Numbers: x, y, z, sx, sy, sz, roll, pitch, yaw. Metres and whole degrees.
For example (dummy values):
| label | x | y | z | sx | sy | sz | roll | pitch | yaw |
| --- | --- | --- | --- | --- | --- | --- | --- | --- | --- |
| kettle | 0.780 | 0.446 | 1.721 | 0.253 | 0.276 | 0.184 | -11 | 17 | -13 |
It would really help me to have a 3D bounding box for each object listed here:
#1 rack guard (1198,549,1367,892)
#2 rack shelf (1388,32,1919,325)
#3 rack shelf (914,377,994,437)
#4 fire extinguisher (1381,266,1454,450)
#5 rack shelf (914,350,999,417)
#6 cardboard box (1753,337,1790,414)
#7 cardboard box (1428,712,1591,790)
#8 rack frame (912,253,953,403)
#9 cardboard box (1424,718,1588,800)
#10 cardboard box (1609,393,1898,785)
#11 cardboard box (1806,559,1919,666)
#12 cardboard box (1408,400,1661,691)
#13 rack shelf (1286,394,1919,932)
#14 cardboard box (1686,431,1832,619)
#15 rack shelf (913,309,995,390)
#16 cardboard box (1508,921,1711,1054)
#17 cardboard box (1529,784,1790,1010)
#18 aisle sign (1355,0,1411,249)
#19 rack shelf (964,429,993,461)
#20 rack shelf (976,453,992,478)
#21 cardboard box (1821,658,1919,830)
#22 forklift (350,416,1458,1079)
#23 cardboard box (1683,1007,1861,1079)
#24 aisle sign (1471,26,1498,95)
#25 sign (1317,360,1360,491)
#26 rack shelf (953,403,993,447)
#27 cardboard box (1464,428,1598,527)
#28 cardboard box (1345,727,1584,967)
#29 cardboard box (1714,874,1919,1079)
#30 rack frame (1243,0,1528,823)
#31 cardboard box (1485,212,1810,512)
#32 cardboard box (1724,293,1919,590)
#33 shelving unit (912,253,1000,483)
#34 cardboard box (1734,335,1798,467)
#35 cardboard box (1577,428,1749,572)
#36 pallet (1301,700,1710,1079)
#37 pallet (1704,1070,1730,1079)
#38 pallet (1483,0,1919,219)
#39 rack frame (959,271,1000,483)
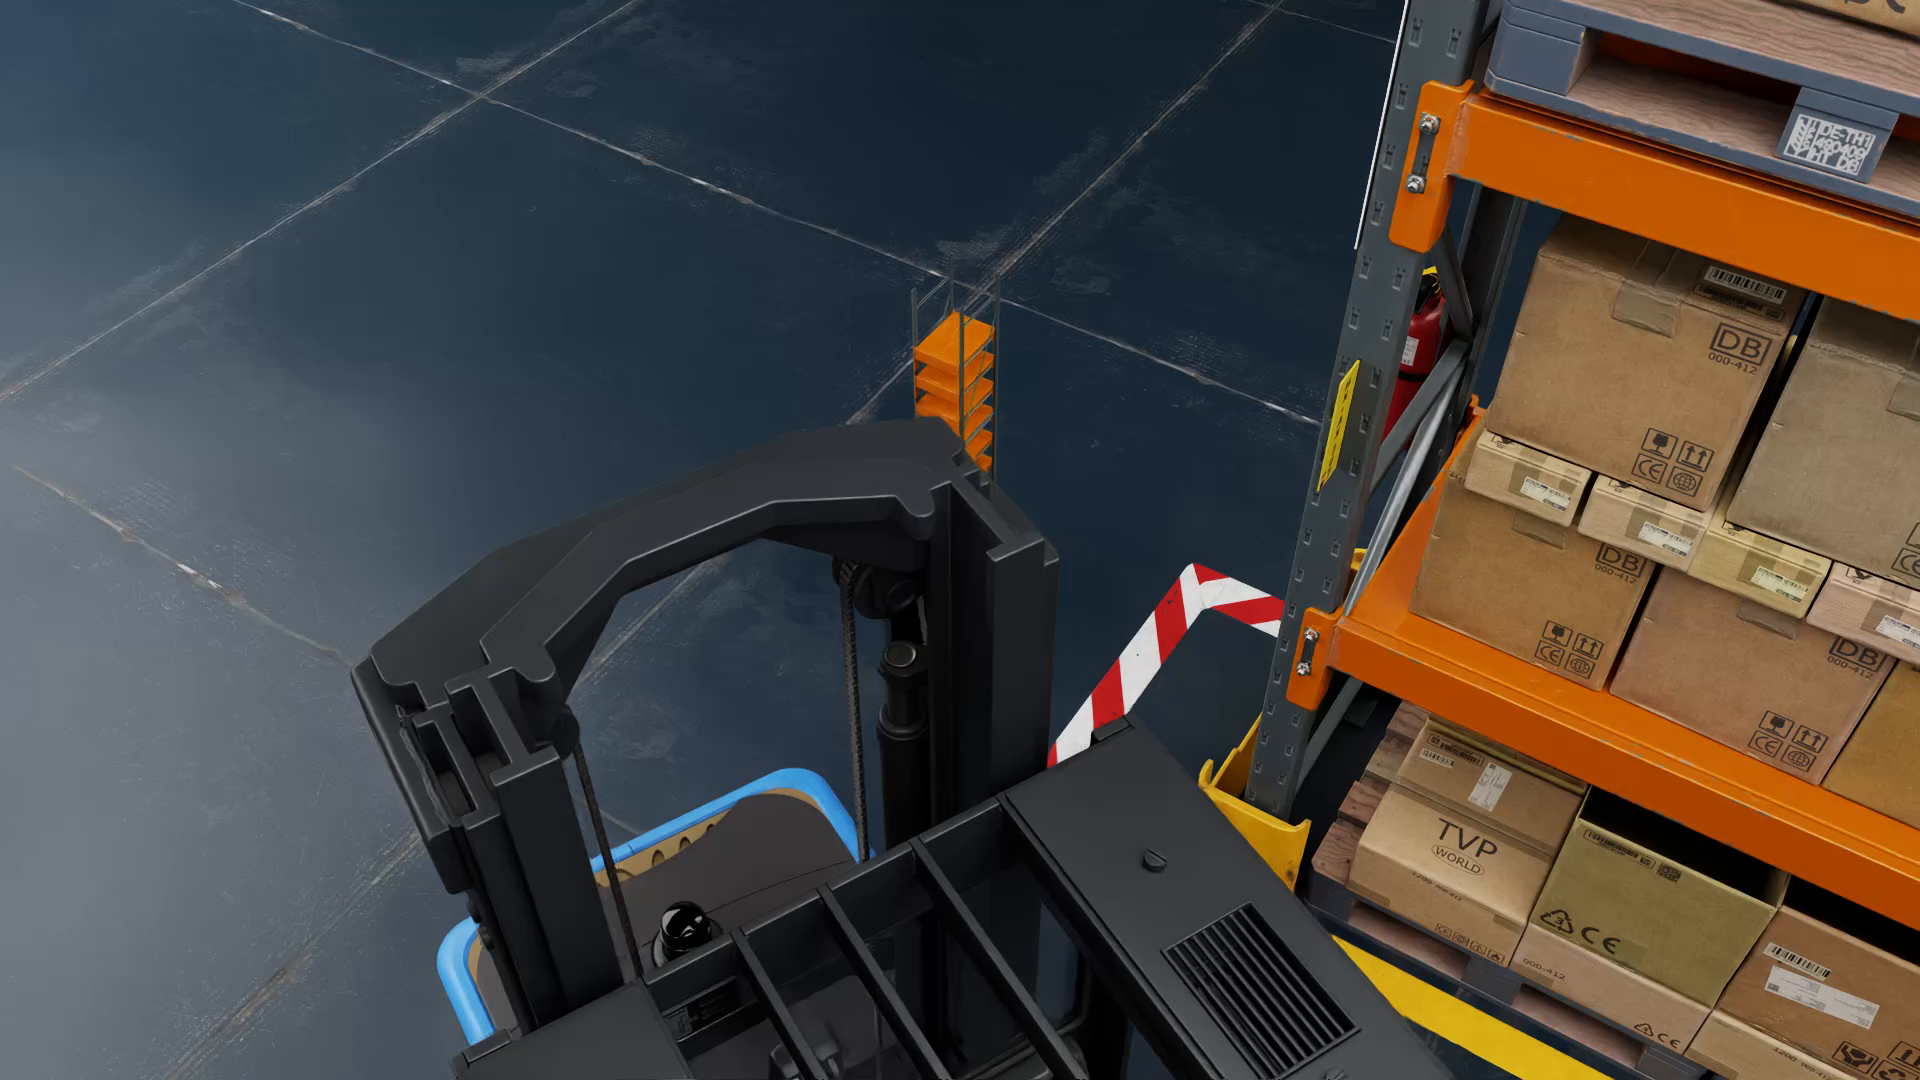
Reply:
| label | x | y | z | sx | sy | sz | roll | pitch | yaw |
| --- | --- | --- | --- | --- | --- | --- | --- | --- | --- |
| rack guard | 1.136 | 0.604 | 5.314 | 0.348 | 0.500 | 1.175 | 25 | 51 | 22 |
| rack shelf | 2.840 | -0.278 | 2.839 | 4.000 | 0.370 | 1.077 | 25 | 51 | 22 |
| rack shelf | -0.012 | -0.476 | 5.771 | 0.180 | 0.103 | 0.258 | 25 | 51 | 22 |
| fire extinguisher | 1.308 | -0.557 | 4.754 | 0.183 | 0.674 | 0.296 | 25 | 51 | 22 |
| rack shelf | -0.012 | -0.560 | 5.685 | 0.180 | 0.103 | 0.258 | 25 | 51 | 22 |
| cardboard box | 1.802 | -0.385 | 4.011 | 0.250 | 0.149 | 0.380 | 26 | 51 | 23 |
| cardboard box | 1.768 | 0.321 | 4.948 | 0.500 | 0.500 | 0.500 | 25 | 51 | 22 |
| rack frame | -0.089 | -0.459 | 5.860 | 0.006 | 1.200 | 0.240 | 25 | 51 | 22 |
| cardboard box | 1.767 | 0.583 | 5.216 | 0.500 | 0.250 | 0.500 | 25 | 51 | 22 |
| cardboard box | 1.987 | 0.096 | 3.995 | 0.500 | 0.500 | 0.700 | 26 | 51 | 23 |
| cardboard box | 2.015 | 0.060 | 3.578 | 0.250 | 0.149 | 0.380 | 24 | 50 | 22 |
| cardboard box | 1.542 | -0.104 | 4.190 | 0.500 | 0.500 | 0.700 | 25 | 51 | 22 |
| rack shelf | 2.840 | 0.767 | 3.914 | 4.000 | 0.370 | 1.077 | 25 | 51 | 22 |
| cardboard box | 1.803 | -0.039 | 3.674 | 0.250 | 0.149 | 0.380 | 25 | 51 | 22 |
| rack shelf | -0.012 | -0.644 | 5.599 | 0.180 | 0.103 | 0.258 | 25 | 51 | 22 |
| cardboard box | 1.911 | 1.087 | 4.726 | 0.500 | 0.250 | 0.500 | 25 | 51 | 22 |
| cardboard box | 1.910 | 0.827 | 4.456 | 0.500 | 0.500 | 0.500 | 25 | 51 | 22 |
| aisle sign | 0.936 | -1.004 | 3.322 | 0.004 | 0.787 | 0.394 | 25 | 51 | 22 |
| rack shelf | -0.012 | -0.309 | 5.943 | 0.180 | 0.103 | 0.258 | 25 | 51 | 22 |
| rack shelf | -0.012 | -0.226 | 6.029 | 0.180 | 0.103 | 0.258 | 25 | 51 | 22 |
| cardboard box | 2.402 | 0.292 | 3.805 | 0.500 | 0.500 | 0.700 | 25 | 51 | 22 |
| forklift | -0.035 | 1.363 | 2.881 | 1.130 | 2.935 | 3.031 | -24 | 50 | -21 |
| cardboard box | 2.331 | 1.281 | 4.538 | 0.500 | 0.250 | 0.500 | 25 | 51 | 22 |
| aisle sign | 1.260 | -1.366 | 3.674 | 0.004 | 0.787 | 0.394 | 25 | 51 | 22 |
| sign | 0.852 | -0.254 | 3.747 | 0.005 | 0.325 | 0.100 | 25 | 51 | 22 |
| rack shelf | -0.012 | -0.393 | 5.857 | 0.180 | 0.103 | 0.258 | 25 | 51 | 22 |
| cardboard box | 1.370 | -0.237 | 3.866 | 0.250 | 0.149 | 0.380 | 24 | 51 | 22 |
| cardboard box | 1.488 | 0.896 | 4.912 | 0.500 | 0.250 | 0.500 | 25 | 51 | 22 |
| cardboard box | 2.337 | 1.013 | 4.276 | 0.500 | 0.500 | 0.500 | 25 | 51 | 22 |
| rack frame | 1.156 | -0.258 | 4.409 | 0.127 | 3.000 | 1.000 | 25 | 51 | 22 |
| cardboard box | 1.587 | -0.536 | 3.705 | 0.500 | 0.500 | 0.700 | 25 | 51 | 22 |
| cardboard box | 2.033 | -0.335 | 3.510 | 0.500 | 0.500 | 0.700 | 23 | 50 | 21 |
| shelving unit | -0.012 | -0.424 | 5.825 | 0.189 | 1.200 | 0.258 | 25 | 51 | 22 |
| cardboard box | 2.017 | -0.286 | 3.915 | 0.250 | 0.149 | 0.380 | 24 | 50 | 22 |
| cardboard box | 1.594 | -0.136 | 3.769 | 0.250 | 0.149 | 0.380 | 23 | 50 | 21 |
| pallet | 1.823 | 0.985 | 5.146 | 1.213 | 0.211 | 1.003 | 25 | 51 | 22 |
| pallet | 2.846 | 1.458 | 4.686 | 1.213 | 0.211 | 1.003 | 25 | 51 | 22 |
| pallet | 1.738 | -0.983 | 3.084 | 1.213 | 0.211 | 1.003 | 25 | 51 | 22 |
| rack frame | 0.065 | -0.388 | 5.791 | 0.006 | 1.200 | 0.240 | 25 | 51 | 22 |
